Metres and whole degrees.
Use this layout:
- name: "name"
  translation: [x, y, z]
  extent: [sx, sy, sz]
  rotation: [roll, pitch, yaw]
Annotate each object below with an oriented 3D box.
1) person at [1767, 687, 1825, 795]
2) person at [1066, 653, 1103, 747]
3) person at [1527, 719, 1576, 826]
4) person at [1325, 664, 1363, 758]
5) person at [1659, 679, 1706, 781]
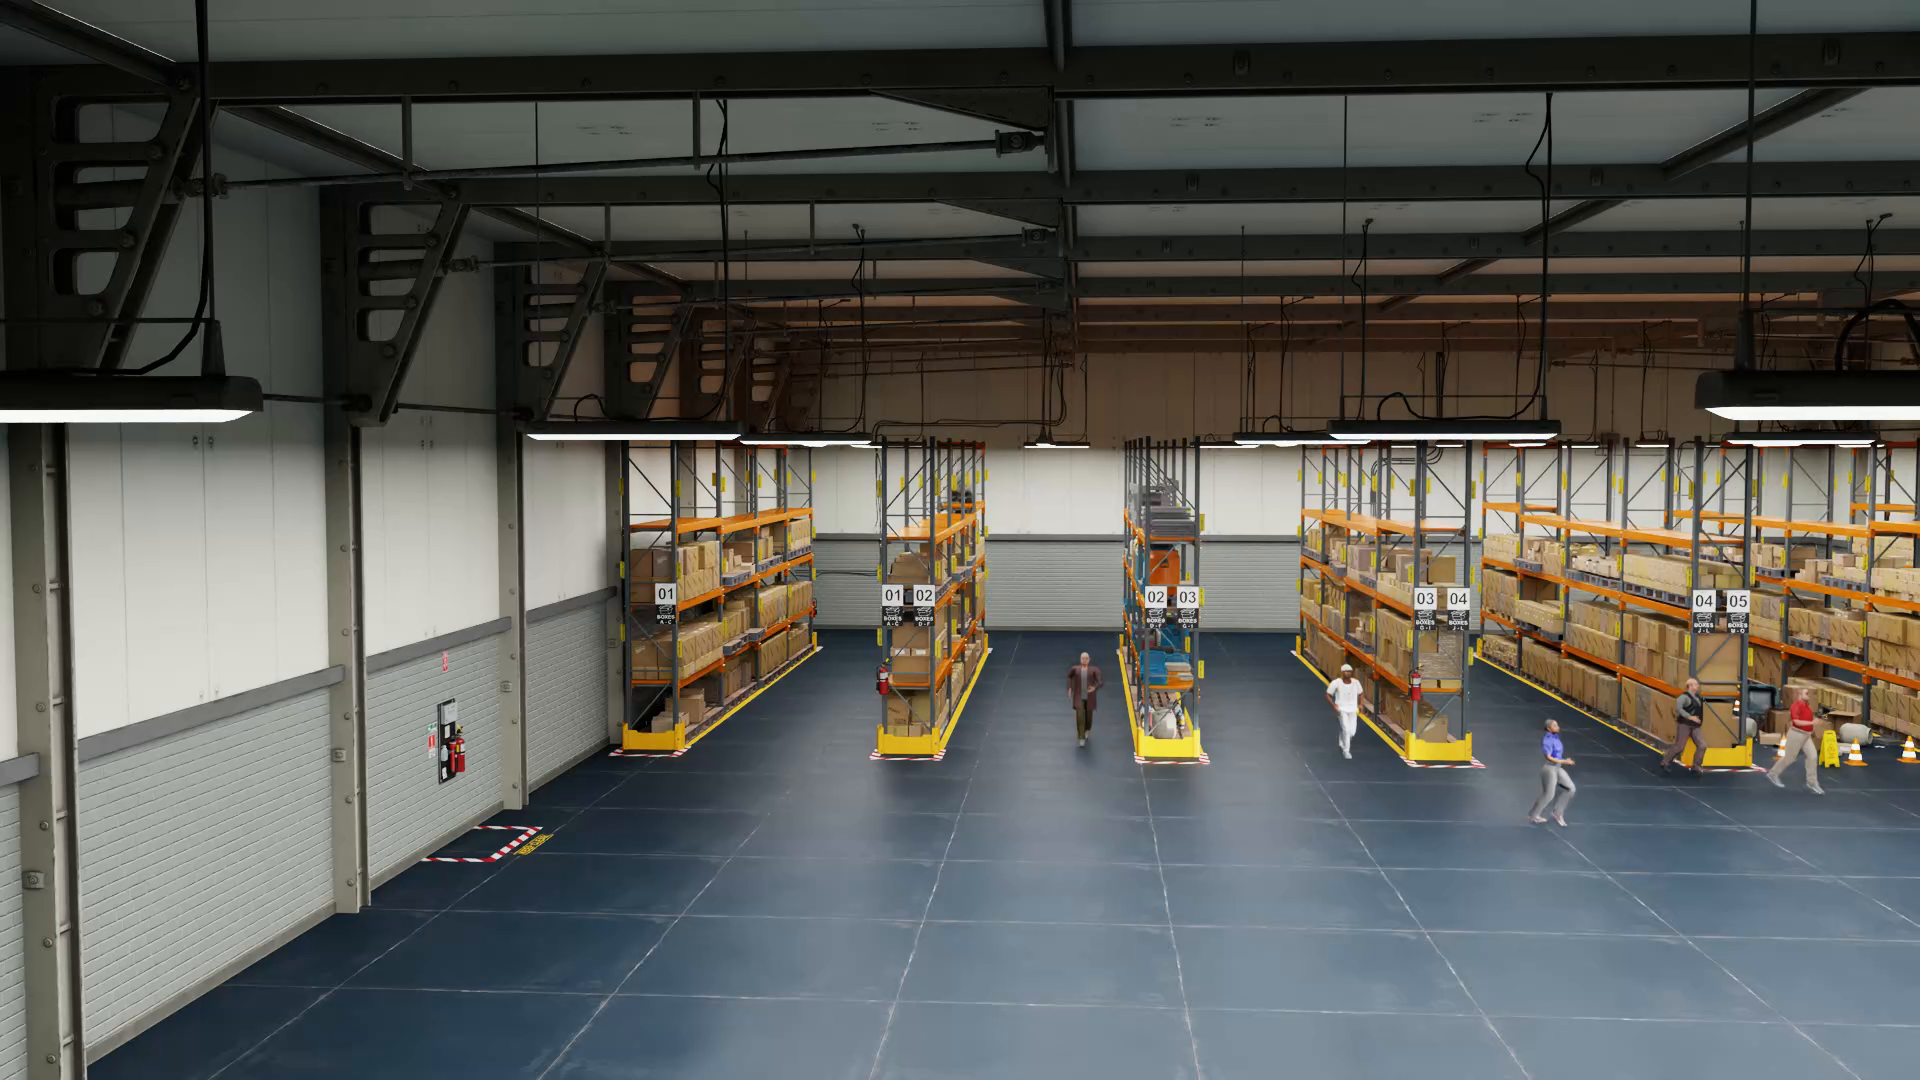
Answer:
- name: "person"
  translation: [14.085, 3.349, 27.977]
  extent: [0.641, 1.772, 0.907]
  rotation: [-2, 4, -39]
- name: "person"
  translation: [2.430, 3.084, 32.493]
  extent: [0.722, 1.778, 0.994]
  rotation: [0, 3, 4]
- name: "person"
  translation: [9.073, 3.557, 25.445]
  extent: [0.703, 1.663, 0.582]
  rotation: [2, 4, 37]
- name: "person"
  translation: [7.230, 3.193, 31.254]
  extent: [0.728, 1.733, 0.722]
  rotation: [-1, 3, -10]
- name: "person"
  translation: [12.838, 3.410, 29.263]
  extent: [0.731, 1.553, 0.786]
  rotation: [-2, 4, -30]
